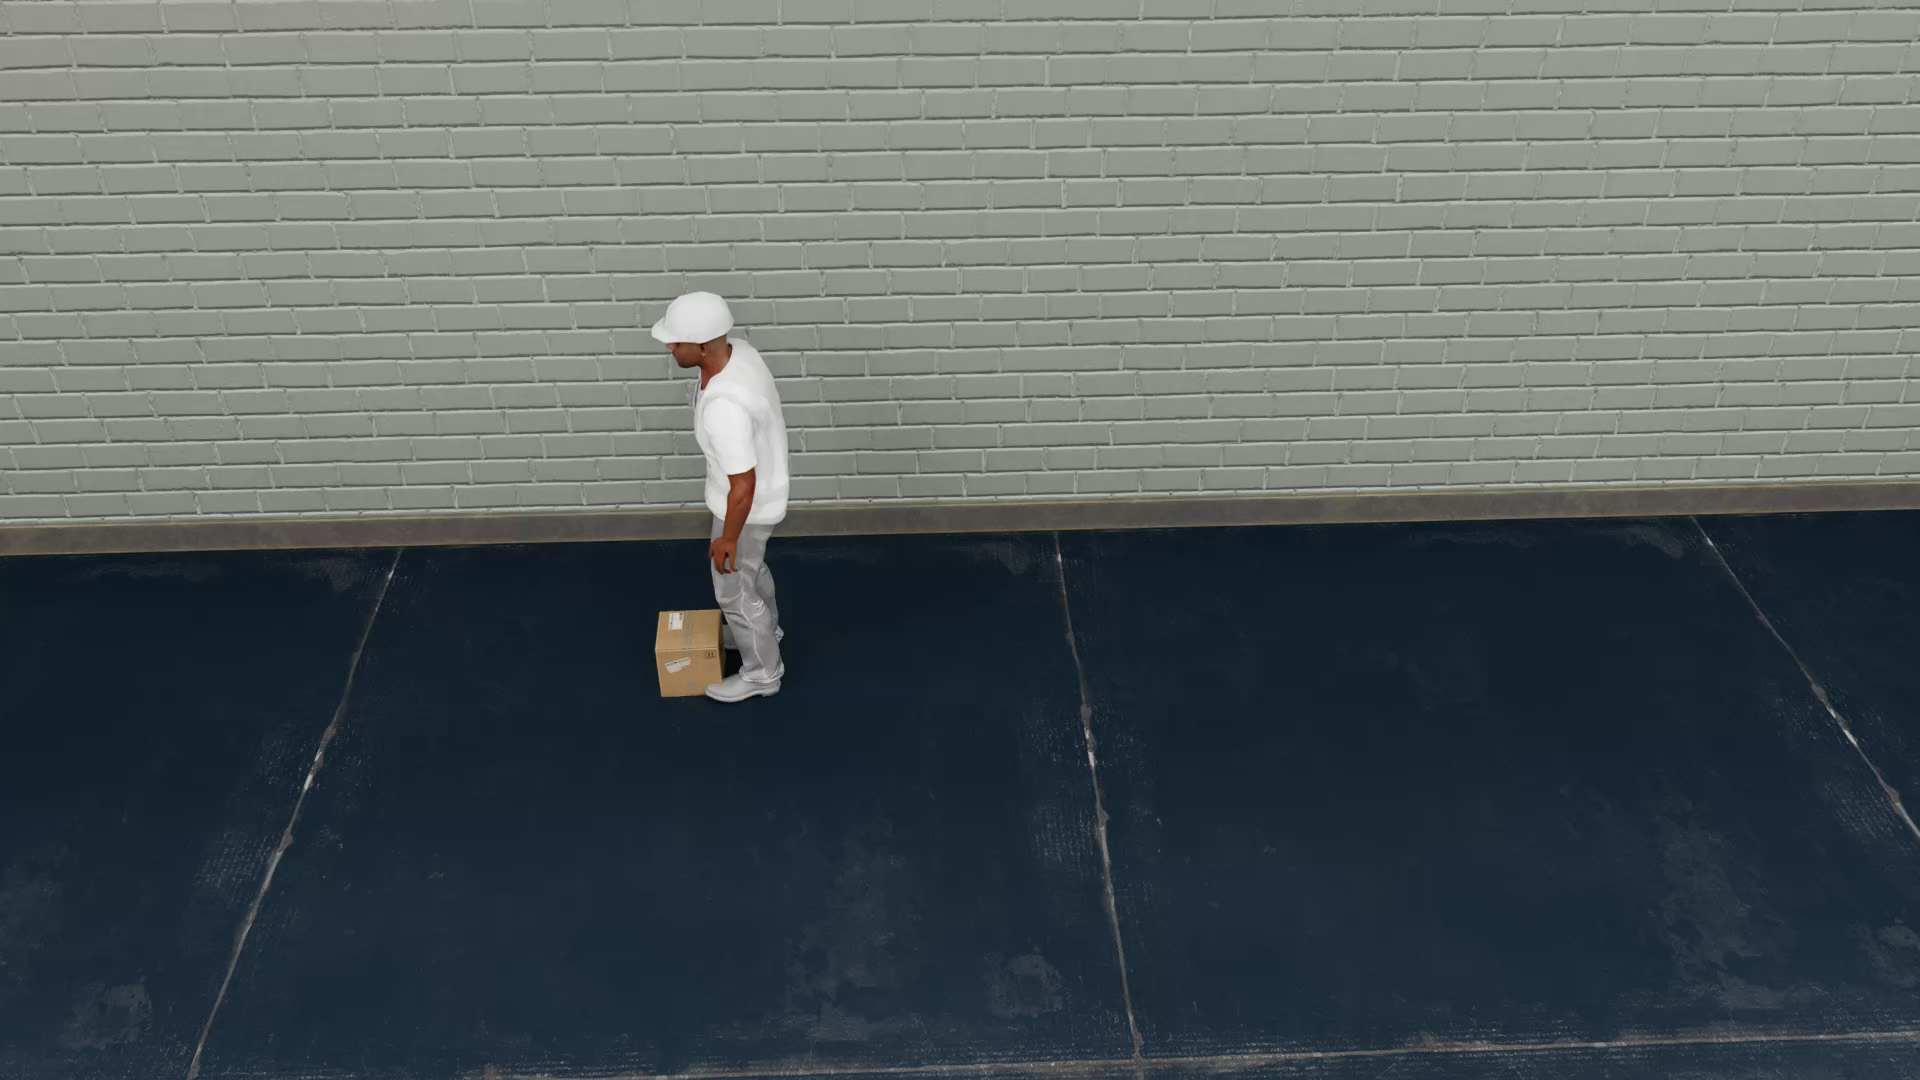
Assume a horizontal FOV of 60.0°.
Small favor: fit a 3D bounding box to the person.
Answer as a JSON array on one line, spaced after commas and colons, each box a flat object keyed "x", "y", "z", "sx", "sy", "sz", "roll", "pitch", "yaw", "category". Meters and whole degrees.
[{"x": -0.871, "y": -0.162, "z": 6.359, "sx": 0.454, "sy": 1.761, "sz": 0.636, "roll": -3, "pitch": 35, "yaw": -5, "category": "person"}]
